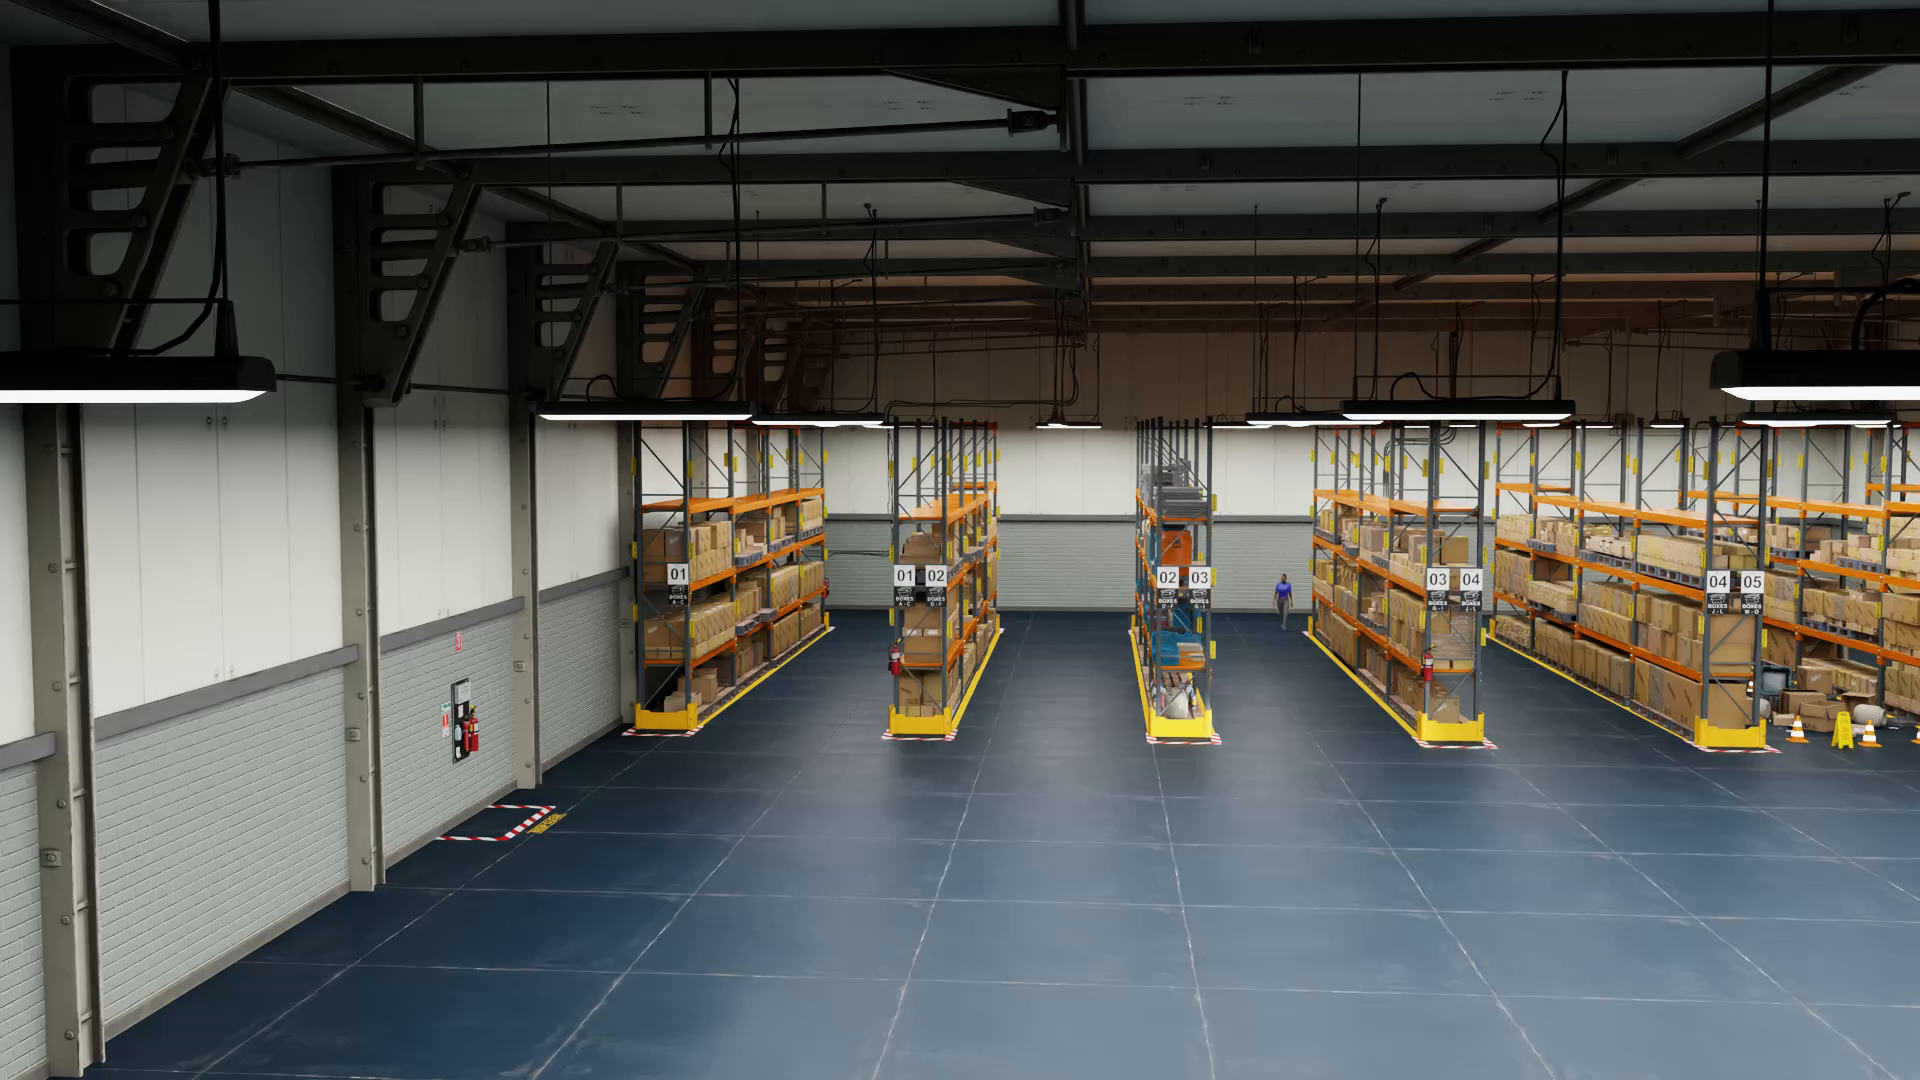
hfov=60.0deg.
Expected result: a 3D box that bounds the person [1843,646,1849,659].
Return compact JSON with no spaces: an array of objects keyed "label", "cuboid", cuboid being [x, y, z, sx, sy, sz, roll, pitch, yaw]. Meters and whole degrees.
[{"label":"person","cuboid":[21.835,2.191,41.177,0.519,1.770,0.492,-1,4,-14]}]

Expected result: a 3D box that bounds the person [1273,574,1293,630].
[{"label":"person","cuboid":[9.296,1.777,47.912,0.520,1.593,1.025,2,4,23]}]
